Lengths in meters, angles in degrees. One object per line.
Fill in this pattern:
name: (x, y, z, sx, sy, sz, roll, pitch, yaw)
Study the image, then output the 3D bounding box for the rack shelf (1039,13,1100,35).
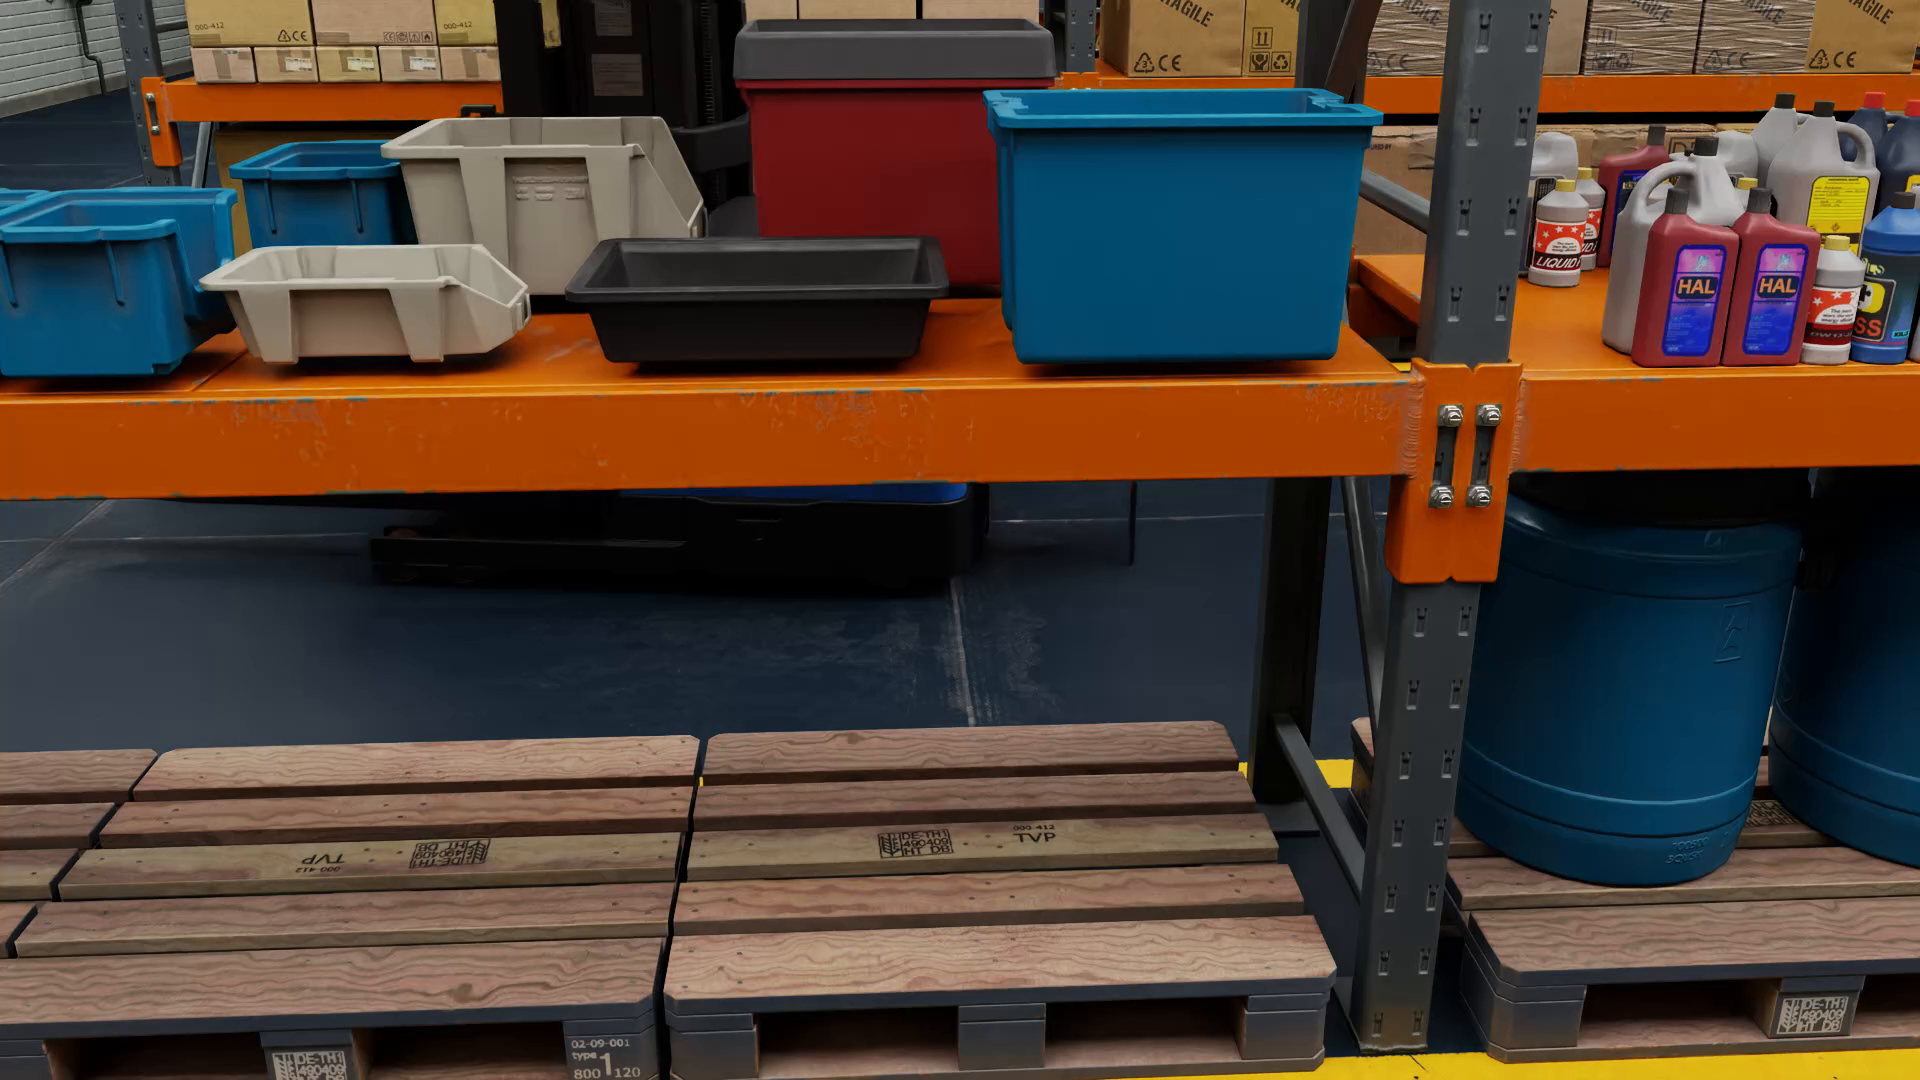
rack shelf: (2.312, -3.848, 12.523, 4.000, 0.370, 1.077, -1, 21, -3)

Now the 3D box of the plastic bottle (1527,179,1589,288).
plastic bottle: (1.181, -0.606, 3.277, 0.097, 0.201, 0.097, 0, 21, 0)

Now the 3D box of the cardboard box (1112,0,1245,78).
cardboard box: (0.971, -2.347, 7.429, 0.500, 0.500, 0.500, -1, 21, -3)

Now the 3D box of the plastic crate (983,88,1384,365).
plastic crate: (0.334, -0.510, 2.683, 0.575, 0.384, 0.392, -1, 21, -3)

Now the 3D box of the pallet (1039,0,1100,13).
pallet: (1.087, -4.018, 12.228, 1.213, 0.211, 1.003, -1, 21, -3)

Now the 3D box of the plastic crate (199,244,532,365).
plastic crate: (-0.941, -0.383, 2.697, 0.466, 0.136, 0.293, -1, 21, -3)

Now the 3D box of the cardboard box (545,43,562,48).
cardboard box: (-1.839, -2.098, 7.269, 0.250, 0.149, 0.380, -1, 21, -4)

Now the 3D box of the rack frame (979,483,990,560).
rack frame: (0.082, -0.536, 5.344, 0.015, 1.200, 0.240, 2, 21, 5)

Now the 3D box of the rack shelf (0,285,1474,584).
rack shelf: (-1.216, -0.243, 3.055, 4.000, 0.370, 1.077, -1, 21, -3)

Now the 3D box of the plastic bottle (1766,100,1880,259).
plastic bottle: (1.688, -0.681, 3.263, 0.185, 0.351, 0.144, -1, 21, -3)

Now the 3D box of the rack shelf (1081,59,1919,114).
rack shelf: (2.494, -2.084, 7.890, 4.000, 0.370, 1.077, -1, 21, -3)

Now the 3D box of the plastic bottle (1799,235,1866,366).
plastic bottle: (1.418, -0.395, 2.721, 0.097, 0.201, 0.097, 0, 21, 0)

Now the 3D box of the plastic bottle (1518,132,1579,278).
plastic bottle: (1.156, -0.685, 3.379, 0.135, 0.276, 0.152, -1, 21, -3)

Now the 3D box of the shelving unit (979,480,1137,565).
shelving unit: (0.325, -0.529, 5.324, 0.503, 1.200, 0.258, 2, 21, 5)

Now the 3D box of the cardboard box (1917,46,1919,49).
cardboard box: (7.688, -3.406, 12.924, 0.750, 0.750, 1.050, -1, 21, -3)

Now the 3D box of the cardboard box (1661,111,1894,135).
cardboard box: (3.801, -1.657, 8.155, 0.875, 0.875, 1.225, -2, 21, -6)

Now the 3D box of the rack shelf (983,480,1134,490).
rack shelf: (0.325, -0.280, 5.418, 0.480, 0.148, 0.258, 2, 21, 5)

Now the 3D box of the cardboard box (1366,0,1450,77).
cardboard box: (1.973, -2.367, 7.483, 0.500, 0.500, 0.500, -2, 21, -4)

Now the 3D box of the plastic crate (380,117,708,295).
plastic crate: (-0.755, -0.627, 3.135, 0.530, 0.282, 0.437, -1, 21, -3)

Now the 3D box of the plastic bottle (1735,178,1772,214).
plastic bottle: (1.546, -0.614, 3.296, 0.097, 0.201, 0.097, 0, 21, 0)

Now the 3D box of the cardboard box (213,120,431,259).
cardboard box: (-2.861, -1.543, 7.854, 0.875, 0.875, 0.875, -1, 21, -3)

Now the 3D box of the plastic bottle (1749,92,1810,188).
plastic bottle: (1.679, -0.732, 3.397, 0.185, 0.351, 0.144, -1, 21, -3)

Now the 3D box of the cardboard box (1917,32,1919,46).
cardboard box: (10.102, -5.277, 17.486, 0.500, 0.500, 0.500, -2, 21, -4)

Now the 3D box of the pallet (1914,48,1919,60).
pallet: (5.197, -2.423, 8.040, 1.003, 0.211, 1.213, -1, 21, -3)

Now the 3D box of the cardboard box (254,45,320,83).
cardboard box: (-2.866, -2.077, 7.213, 0.250, 0.149, 0.380, -1, 21, -4)

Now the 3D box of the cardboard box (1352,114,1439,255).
cardboard box: (2.028, -1.621, 8.060, 0.875, 0.875, 1.225, -2, 21, -5)

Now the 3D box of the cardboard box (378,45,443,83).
cardboard box: (-2.351, -2.088, 7.242, 0.250, 0.149, 0.380, -1, 21, -4)

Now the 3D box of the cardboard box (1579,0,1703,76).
cardboard box: (2.996, -2.390, 7.542, 0.500, 0.500, 0.500, -2, 21, -5)

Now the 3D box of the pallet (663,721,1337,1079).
pallet: (0.049, 0.712, 3.455, 1.213, 0.211, 1.003, -1, 21, -3)

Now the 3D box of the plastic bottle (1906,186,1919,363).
plastic bottle: (1.630, -0.444, 2.745, 0.135, 0.276, 0.152, -1, 21, -3)

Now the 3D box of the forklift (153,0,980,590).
forklift: (-1.442, -1.415, 5.220, 3.031, 2.935, 1.130, 2, 21, 5)

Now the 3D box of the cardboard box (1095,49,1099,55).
cardboard box: (1.045, -3.627, 12.801, 0.500, 0.250, 0.500, -2, 21, -4)

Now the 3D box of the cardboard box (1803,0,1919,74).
cardboard box: (4.013, -2.410, 7.593, 0.500, 0.500, 0.500, -1, 21, -1)

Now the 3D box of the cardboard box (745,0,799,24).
cardboard box: (-0.954, -2.324, 7.303, 0.500, 0.250, 0.500, -1, 21, -2)

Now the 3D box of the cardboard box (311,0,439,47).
cardboard box: (-2.483, -2.294, 7.223, 0.500, 0.250, 0.500, -1, 21, -4)

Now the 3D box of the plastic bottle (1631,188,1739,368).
plastic bottle: (1.171, -0.422, 2.676, 0.133, 0.283, 0.061, -1, 21, -3)

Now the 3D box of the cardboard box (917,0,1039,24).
cardboard box: (0.072, -2.346, 7.361, 0.500, 0.250, 0.500, -2, 21, -4)

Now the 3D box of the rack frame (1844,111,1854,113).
rack frame: (4.491, -2.461, 7.869, 0.127, 3.000, 1.000, -1, 21, -3)

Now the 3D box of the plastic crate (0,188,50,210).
plastic crate: (-1.633, -0.404, 2.616, 0.300, 0.233, 0.416, -1, 21, -3)

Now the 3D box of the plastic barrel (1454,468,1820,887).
plastic barrel: (1.325, 0.159, 3.346, 0.708, 0.901, 0.600, -1, 21, -3)

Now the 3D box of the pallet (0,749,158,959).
pallet: (-2.387, 0.761, 3.325, 1.213, 0.211, 1.003, -1, 21, -3)

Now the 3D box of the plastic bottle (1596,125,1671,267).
plastic bottle: (1.384, -0.709, 3.432, 0.133, 0.283, 0.061, -1, 21, -3)

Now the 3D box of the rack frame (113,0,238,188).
rack frame: (-3.496, -2.298, 7.442, 0.127, 3.000, 1.000, -1, 21, -3)
